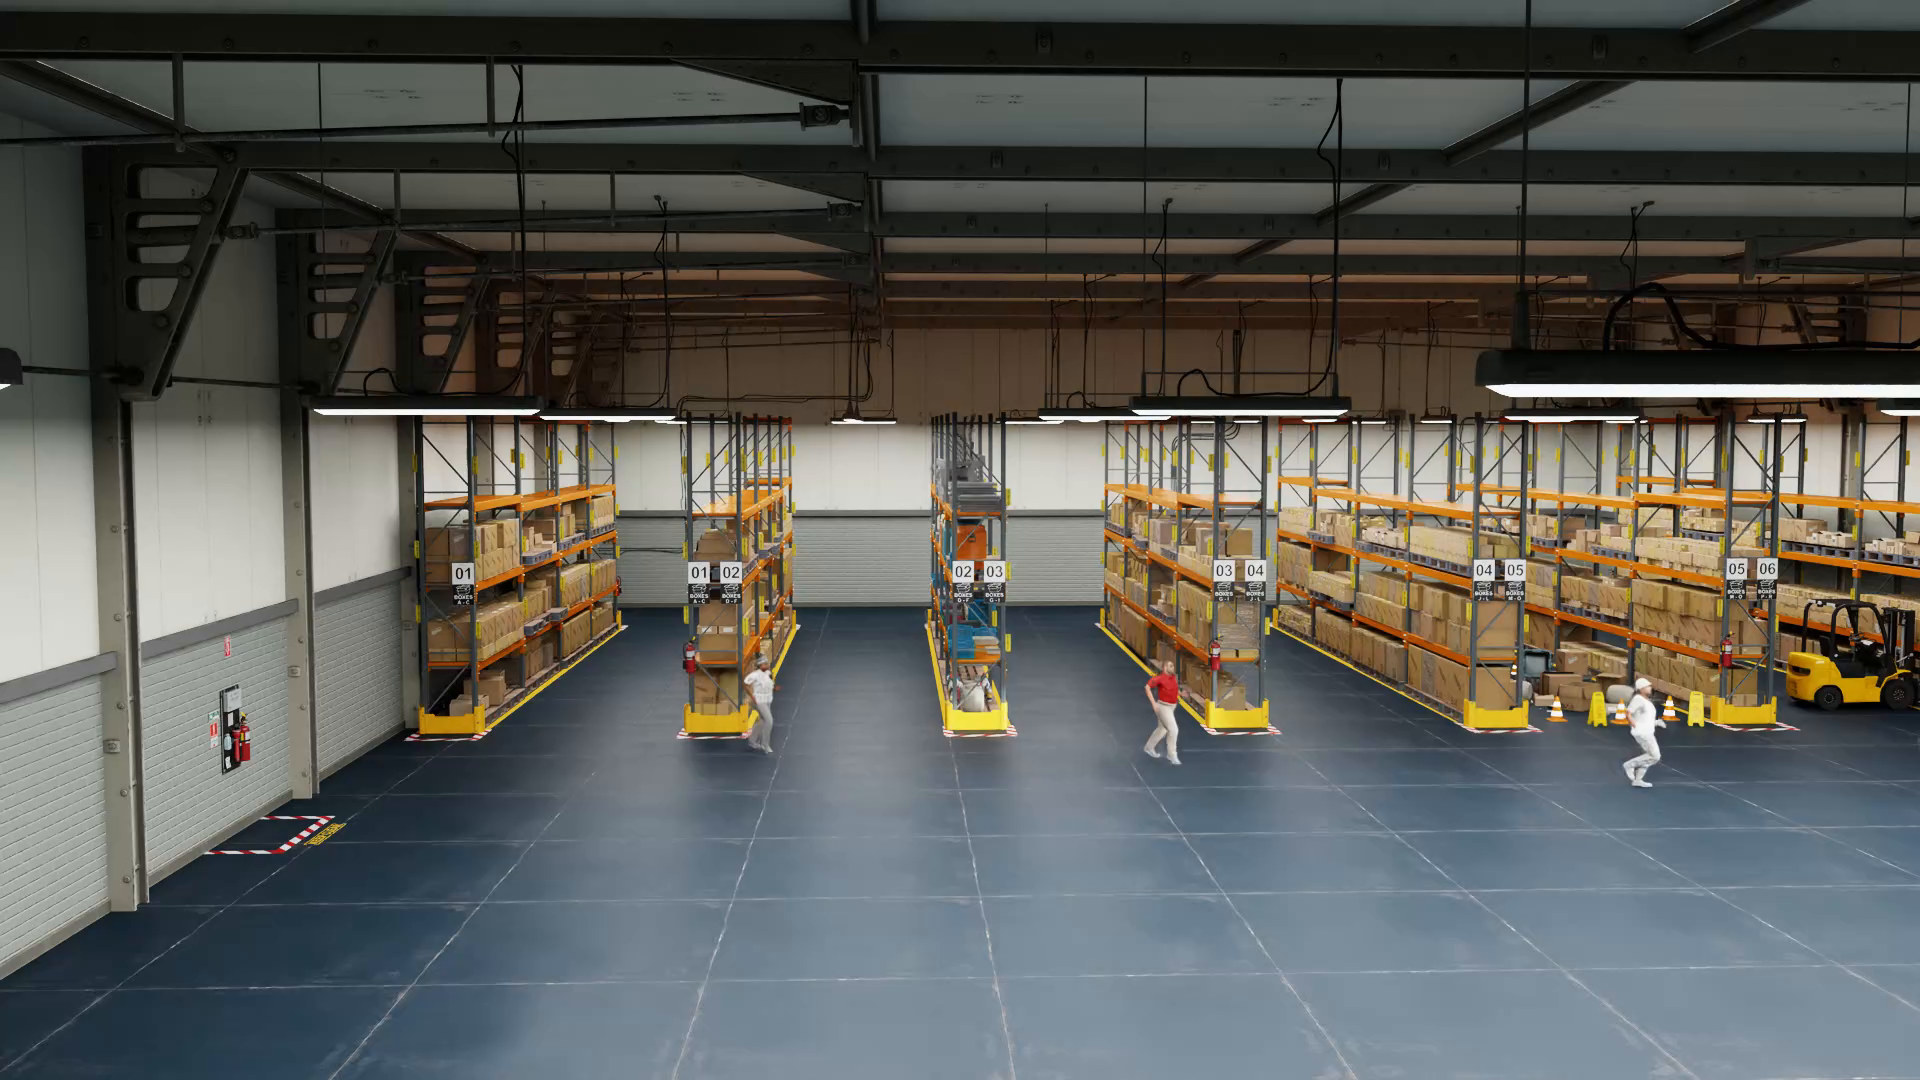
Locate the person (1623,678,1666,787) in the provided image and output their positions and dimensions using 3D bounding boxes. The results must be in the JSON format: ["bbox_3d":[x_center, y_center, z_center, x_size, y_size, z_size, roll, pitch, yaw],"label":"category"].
[{"bbox_3d":[10.862,3.059,26.375,0.594,1.733,0.682,3,5,33],"label":"person"}]

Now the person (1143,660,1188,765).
[{"bbox_3d":[3.505,2.938,28.446,0.816,1.789,0.645,2,4,29],"label":"person"}]

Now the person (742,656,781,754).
[{"bbox_3d":[-3.465,2.892,29.232,0.703,1.742,0.568,2,4,30],"label":"person"}]

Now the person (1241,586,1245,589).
[{"bbox_3d":[7.905,1.817,45.221,0.675,1.698,0.650,0,4,7],"label":"person"}]
